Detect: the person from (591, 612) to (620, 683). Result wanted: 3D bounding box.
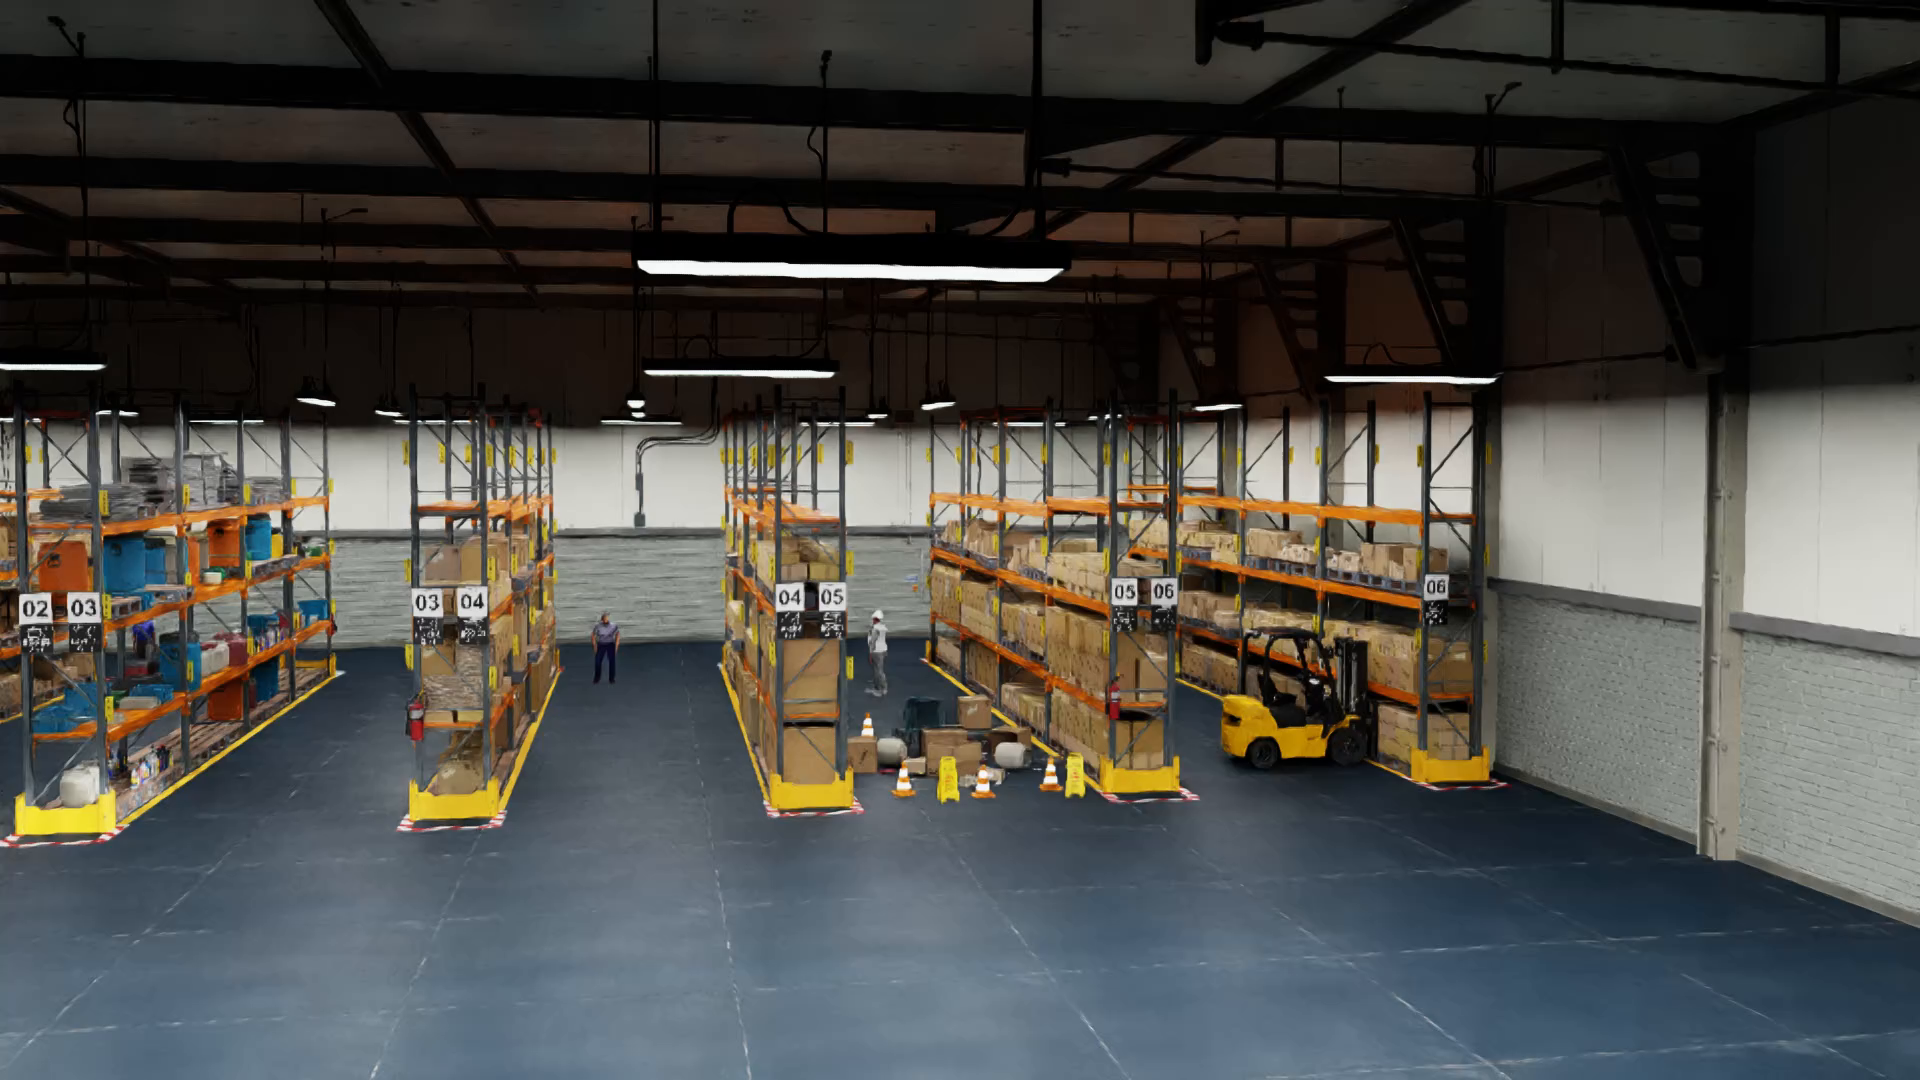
[{"bbox_3d":[-7.800,2.359,36.587,0.625,1.596,0.517,-1,3,-13],"label":"person"}]

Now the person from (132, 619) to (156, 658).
[{"bbox_3d":[-18.168,2.322,37.006,0.450,1.572,1.089,-1,3,-13],"label":"person"}]

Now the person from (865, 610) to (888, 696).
[{"bbox_3d":[-1.745,2.343,34.719,0.572,1.769,0.618,1,3,17],"label":"person"}]
